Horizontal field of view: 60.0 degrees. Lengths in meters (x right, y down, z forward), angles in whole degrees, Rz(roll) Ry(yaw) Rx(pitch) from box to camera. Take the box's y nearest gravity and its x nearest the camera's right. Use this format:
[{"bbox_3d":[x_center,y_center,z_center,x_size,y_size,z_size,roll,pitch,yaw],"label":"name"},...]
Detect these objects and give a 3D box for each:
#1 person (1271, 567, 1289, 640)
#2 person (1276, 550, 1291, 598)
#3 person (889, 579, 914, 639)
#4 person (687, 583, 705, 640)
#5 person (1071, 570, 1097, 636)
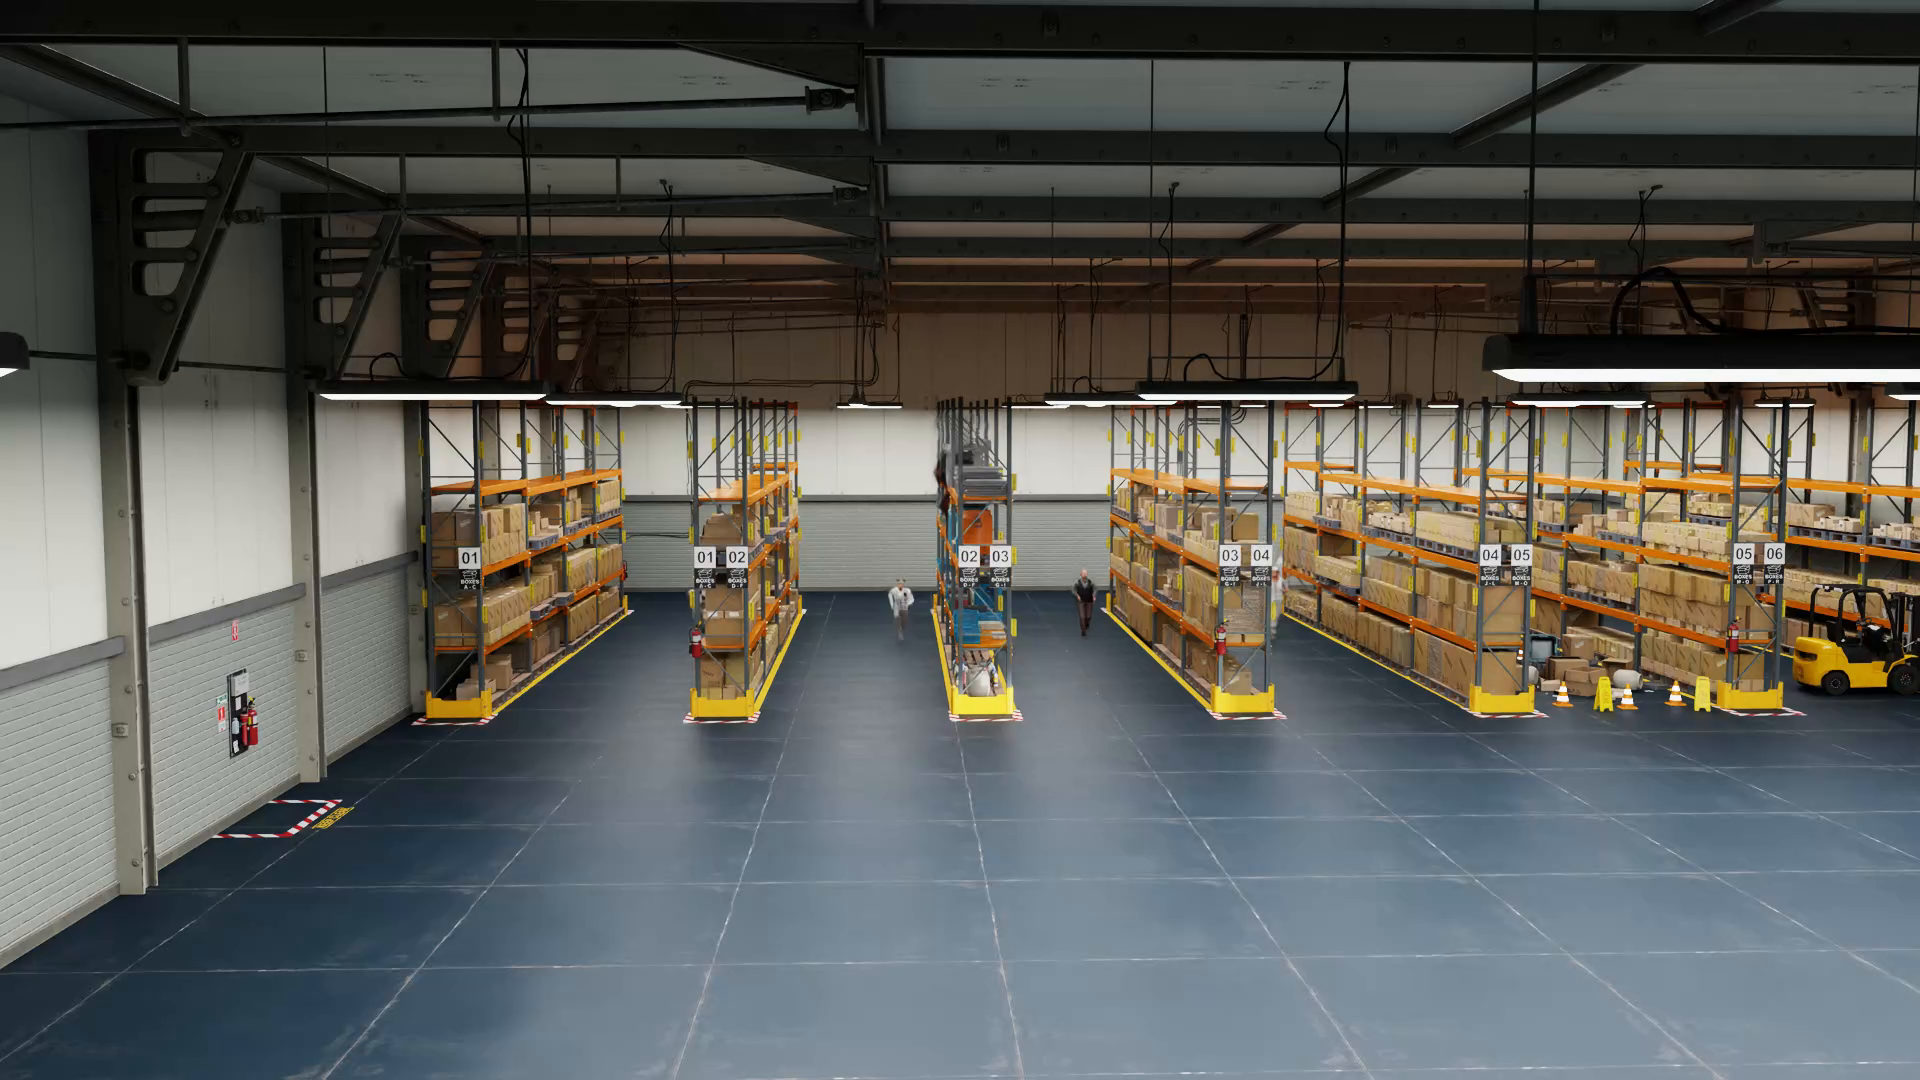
[{"bbox_3d":[8.004,1.582,42.093,0.623,1.838,0.850,0,4,2],"label":"person"},{"bbox_3d":[9.583,1.060,49.116,0.679,1.741,0.658,-3,5,-31],"label":"person"},{"bbox_3d":[-1.441,1.693,40.821,0.619,1.563,1.061,0,4,-4],"label":"person"},{"bbox_3d":[-6.381,1.802,40.832,0.611,1.627,0.986,0,4,2],"label":"person"},{"bbox_3d":[3.186,1.605,42.613,0.661,1.680,0.585,0,4,-2],"label":"person"}]
